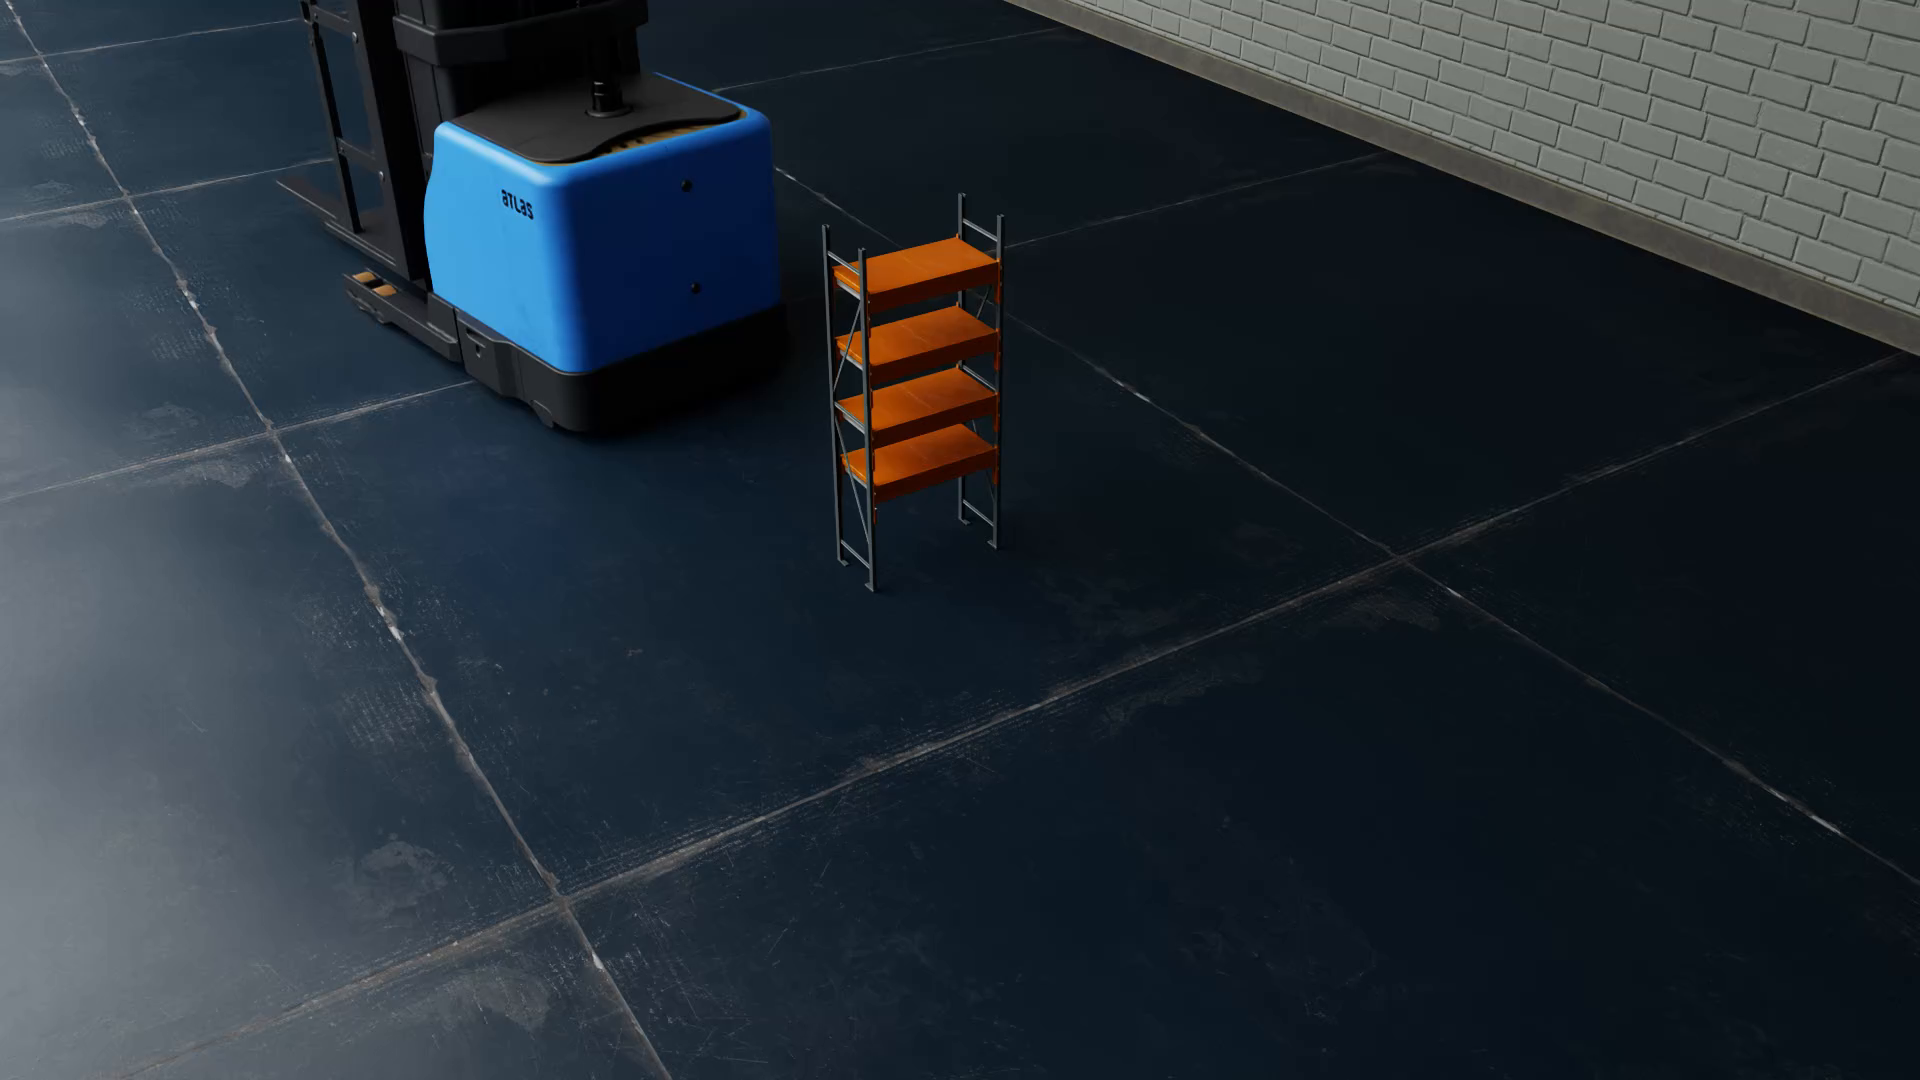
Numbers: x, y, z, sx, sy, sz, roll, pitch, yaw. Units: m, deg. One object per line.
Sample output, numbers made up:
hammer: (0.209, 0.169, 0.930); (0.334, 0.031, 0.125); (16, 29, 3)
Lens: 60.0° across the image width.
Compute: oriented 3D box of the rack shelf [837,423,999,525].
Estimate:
rack shelf: (-0.139, -0.235, 5.496); (0.480, 0.148, 0.258); (-19, 37, -27)

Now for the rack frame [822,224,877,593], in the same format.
rack frame: (-0.344, -0.389, 5.242); (0.015, 1.200, 0.240); (-19, 37, -27)

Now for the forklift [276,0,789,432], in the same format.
forklift: (-2.072, -2.345, 6.721); (1.130, 2.935, 3.031); (-26, 41, -35)

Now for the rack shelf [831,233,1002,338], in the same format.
rack shelf: (-0.139, -0.792, 5.144); (0.480, 0.148, 0.258); (-19, 37, -27)

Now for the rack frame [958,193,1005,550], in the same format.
rack frame: (0.066, -0.530, 5.466); (0.015, 1.200, 0.240); (-19, 37, -27)

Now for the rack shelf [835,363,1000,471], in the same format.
rack shelf: (-0.139, -0.403, 5.390); (0.480, 0.148, 0.258); (-19, 37, -27)

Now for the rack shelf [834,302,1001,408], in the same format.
rack shelf: (-0.139, -0.592, 5.271); (0.480, 0.148, 0.258); (-19, 37, -27)

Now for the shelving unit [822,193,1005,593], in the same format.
shelving unit: (-0.139, -0.460, 5.354); (0.503, 1.200, 0.258); (-19, 37, -27)
